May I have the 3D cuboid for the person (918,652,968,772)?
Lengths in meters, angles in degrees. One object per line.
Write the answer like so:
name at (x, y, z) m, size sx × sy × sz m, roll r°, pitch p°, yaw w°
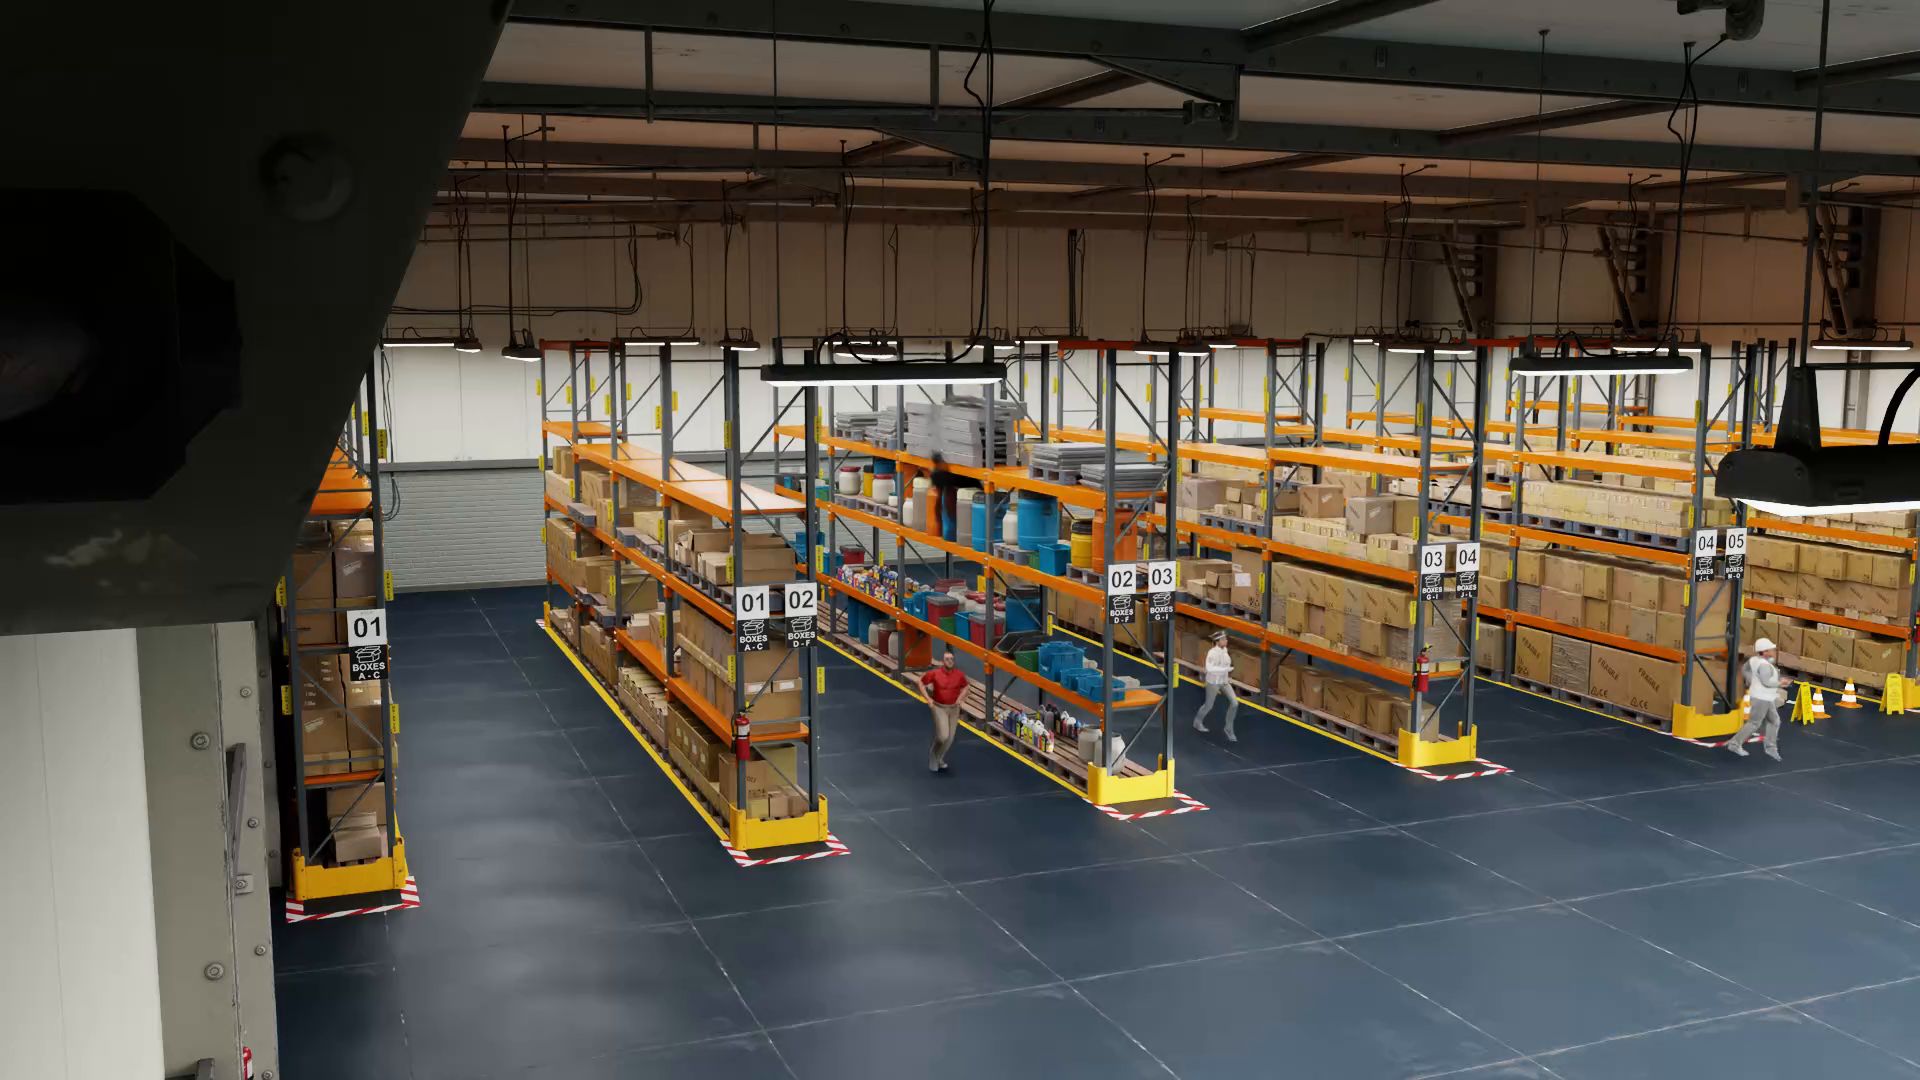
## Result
person at (-0.183, 2.442, 23.557) m, size 0.701 × 1.724 × 0.584 m, roll -3°, pitch 8°, yaw -24°

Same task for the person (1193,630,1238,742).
person at (3.882, 2.211, 25.423) m, size 0.588 × 1.741 × 0.794 m, roll -6°, pitch 10°, yaw -39°

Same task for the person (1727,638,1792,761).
person at (11.603, 2.328, 24.119) m, size 0.800 × 1.836 × 0.643 m, roll 3°, pitch 8°, yaw 21°
